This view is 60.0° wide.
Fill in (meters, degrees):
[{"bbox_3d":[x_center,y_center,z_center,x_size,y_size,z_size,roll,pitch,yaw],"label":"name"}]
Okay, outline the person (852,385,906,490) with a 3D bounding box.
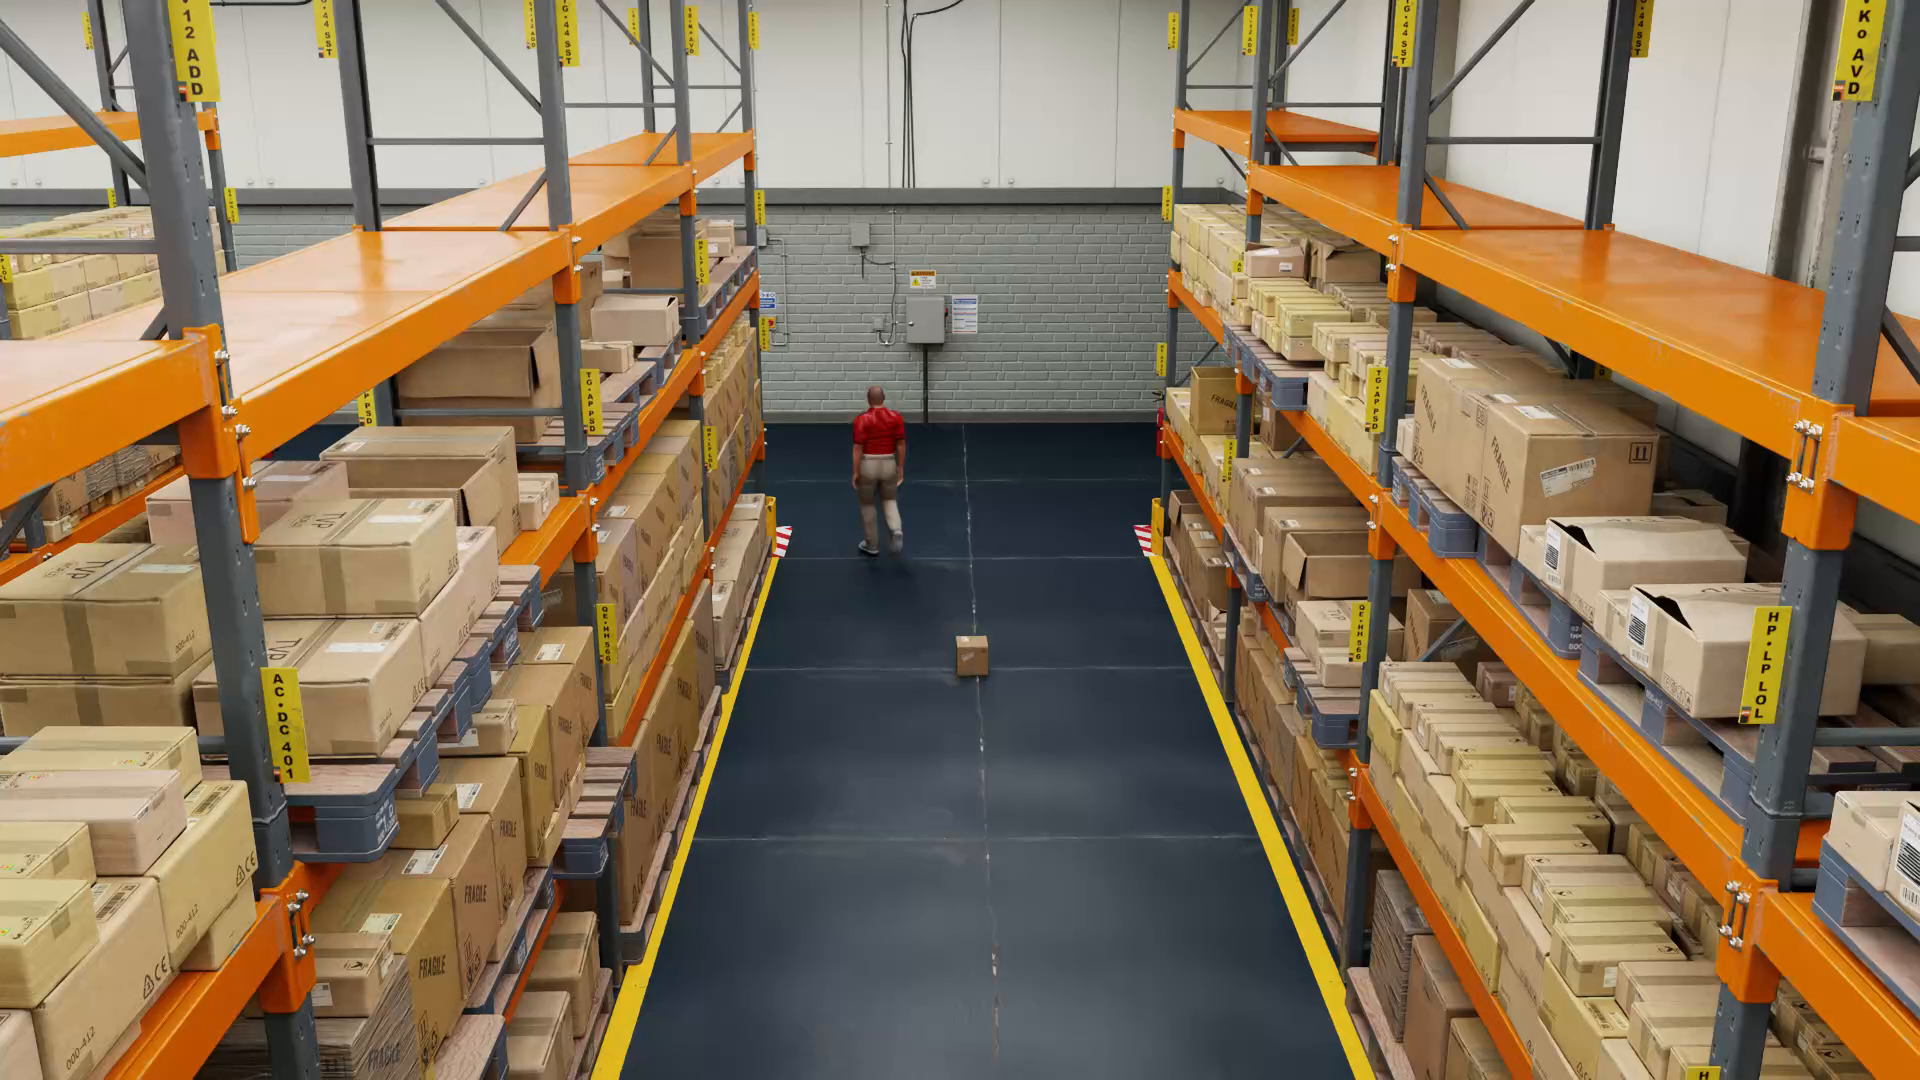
[{"bbox_3d":[-0.810,-1.012,16.249,0.538,1.036,0.340,-6,18,-20],"label":"person"}]
